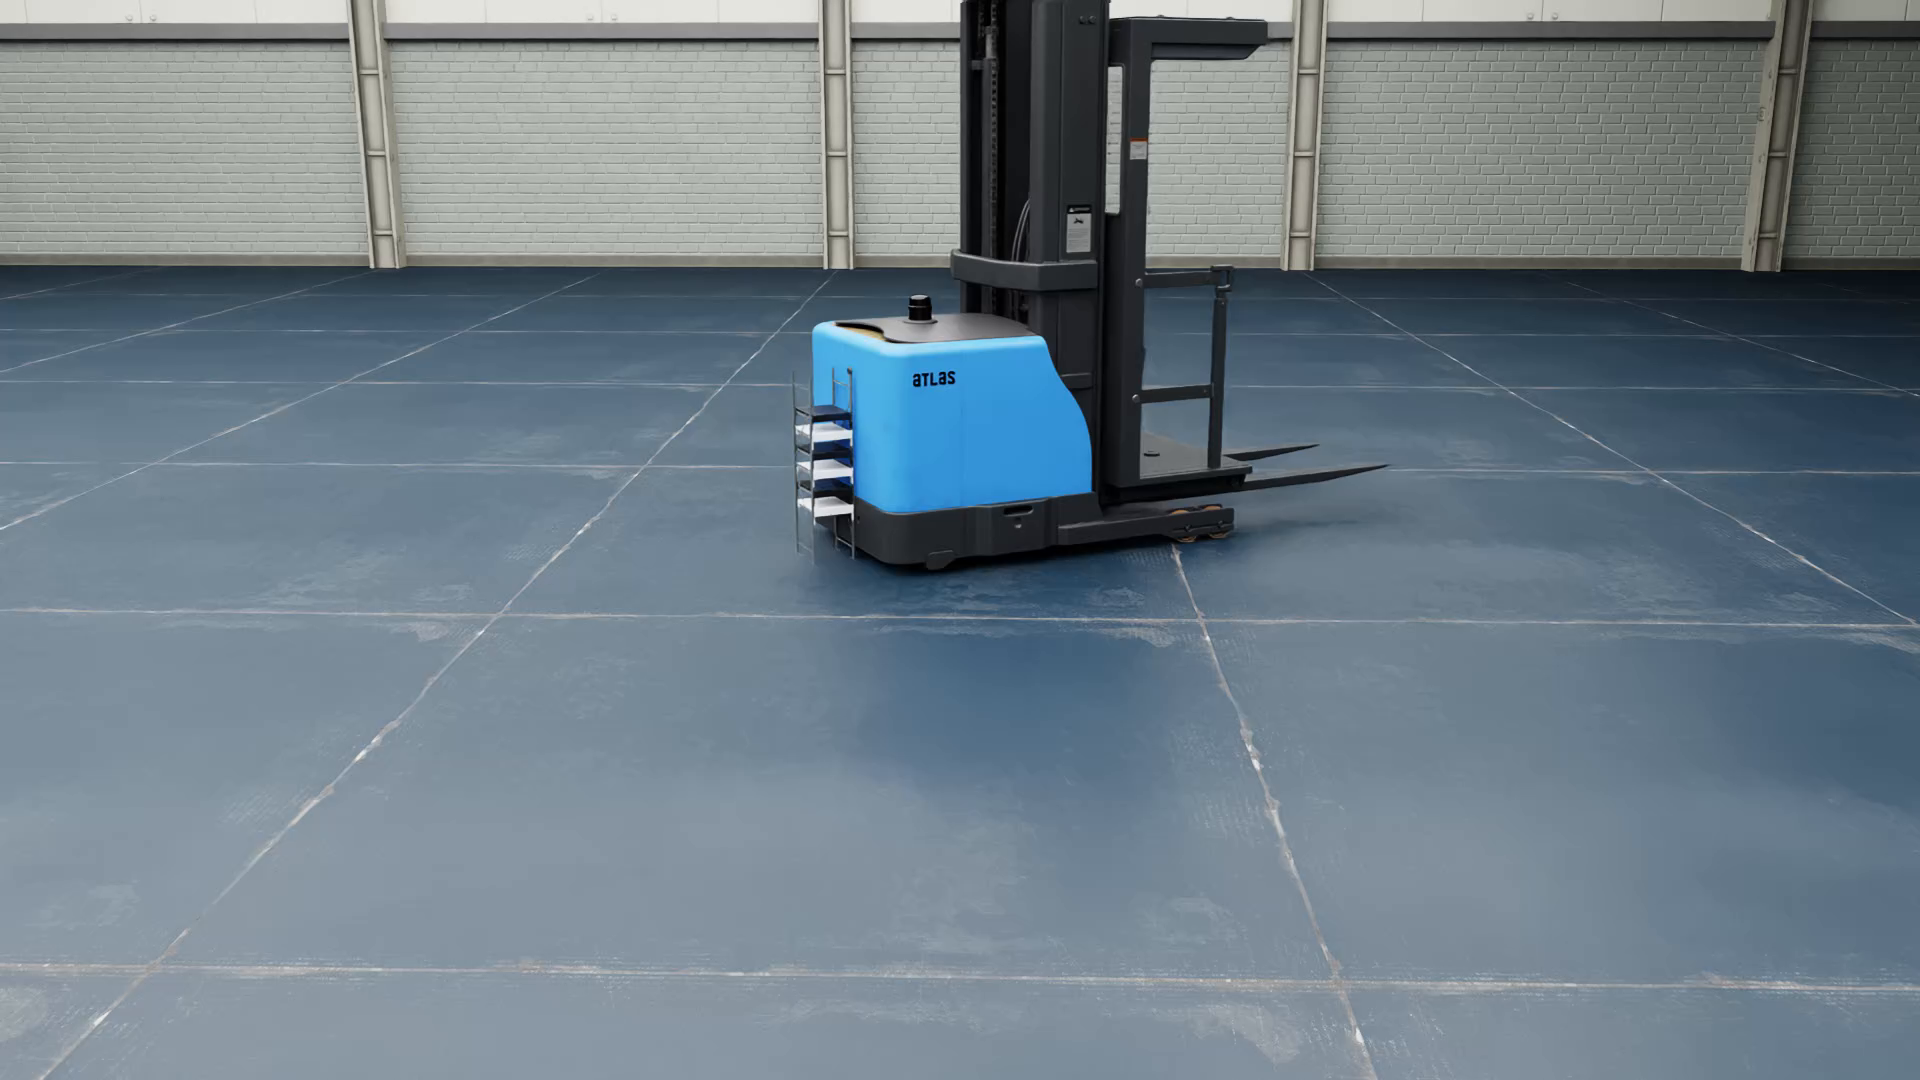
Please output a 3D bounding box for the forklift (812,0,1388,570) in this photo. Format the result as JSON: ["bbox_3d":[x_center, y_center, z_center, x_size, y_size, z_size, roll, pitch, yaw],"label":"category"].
[{"bbox_3d":[0.813,-1.514,8.334,3.031,2.935,1.130,-7,16,-25],"label":"forklift"}]

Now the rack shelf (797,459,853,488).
[{"bbox_3d":[-0.649,-0.320,7.919,0.200,0.077,0.258,-7,16,-25],"label":"rack shelf"}]

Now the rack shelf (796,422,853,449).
[{"bbox_3d":[-0.649,-0.494,7.873,0.200,0.077,0.258,-7,16,-25],"label":"rack shelf"}]

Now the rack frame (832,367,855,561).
[{"bbox_3d":[-0.558,-0.364,7.954,0.006,0.900,0.240,-7,16,-25],"label":"rack frame"}]

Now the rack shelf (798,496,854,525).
[{"bbox_3d":[-0.649,-0.146,7.965,0.200,0.077,0.258,-7,16,-25],"label":"rack shelf"}]

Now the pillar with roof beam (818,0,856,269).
[{"bbox_3d":[-1.697,-6.839,16.623,0.400,9.000,9.100,0,15,1],"label":"pillar with roof beam"}]

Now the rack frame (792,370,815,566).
[{"bbox_3d":[-0.740,-0.341,7.867,0.006,0.900,0.240,-7,16,-25],"label":"rack frame"}]

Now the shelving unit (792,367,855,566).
[{"bbox_3d":[-0.649,-0.352,7.911,0.210,0.900,0.258,-7,16,-25],"label":"shelving unit"}]

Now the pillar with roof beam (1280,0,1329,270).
[{"bbox_3d":[4.302,-6.800,16.475,0.400,9.000,9.100,0,15,1],"label":"pillar with roof beam"}]

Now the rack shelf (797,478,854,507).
[{"bbox_3d":[-0.649,-0.233,7.942,0.200,0.077,0.258,-7,16,-25],"label":"rack shelf"}]

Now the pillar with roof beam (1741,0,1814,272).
[{"bbox_3d":[10.300,-6.761,16.327,0.400,9.000,9.100,0,15,1],"label":"pillar with roof beam"}]

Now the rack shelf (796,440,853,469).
[{"bbox_3d":[-0.649,-0.407,7.896,0.200,0.077,0.258,-7,16,-25],"label":"rack shelf"}]

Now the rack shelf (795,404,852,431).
[{"bbox_3d":[-0.649,-0.581,7.850,0.200,0.077,0.258,-7,16,-25],"label":"rack shelf"}]

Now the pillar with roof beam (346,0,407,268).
[{"bbox_3d":[-7.695,-6.879,16.772,0.400,9.000,9.100,0,15,1],"label":"pillar with roof beam"}]
